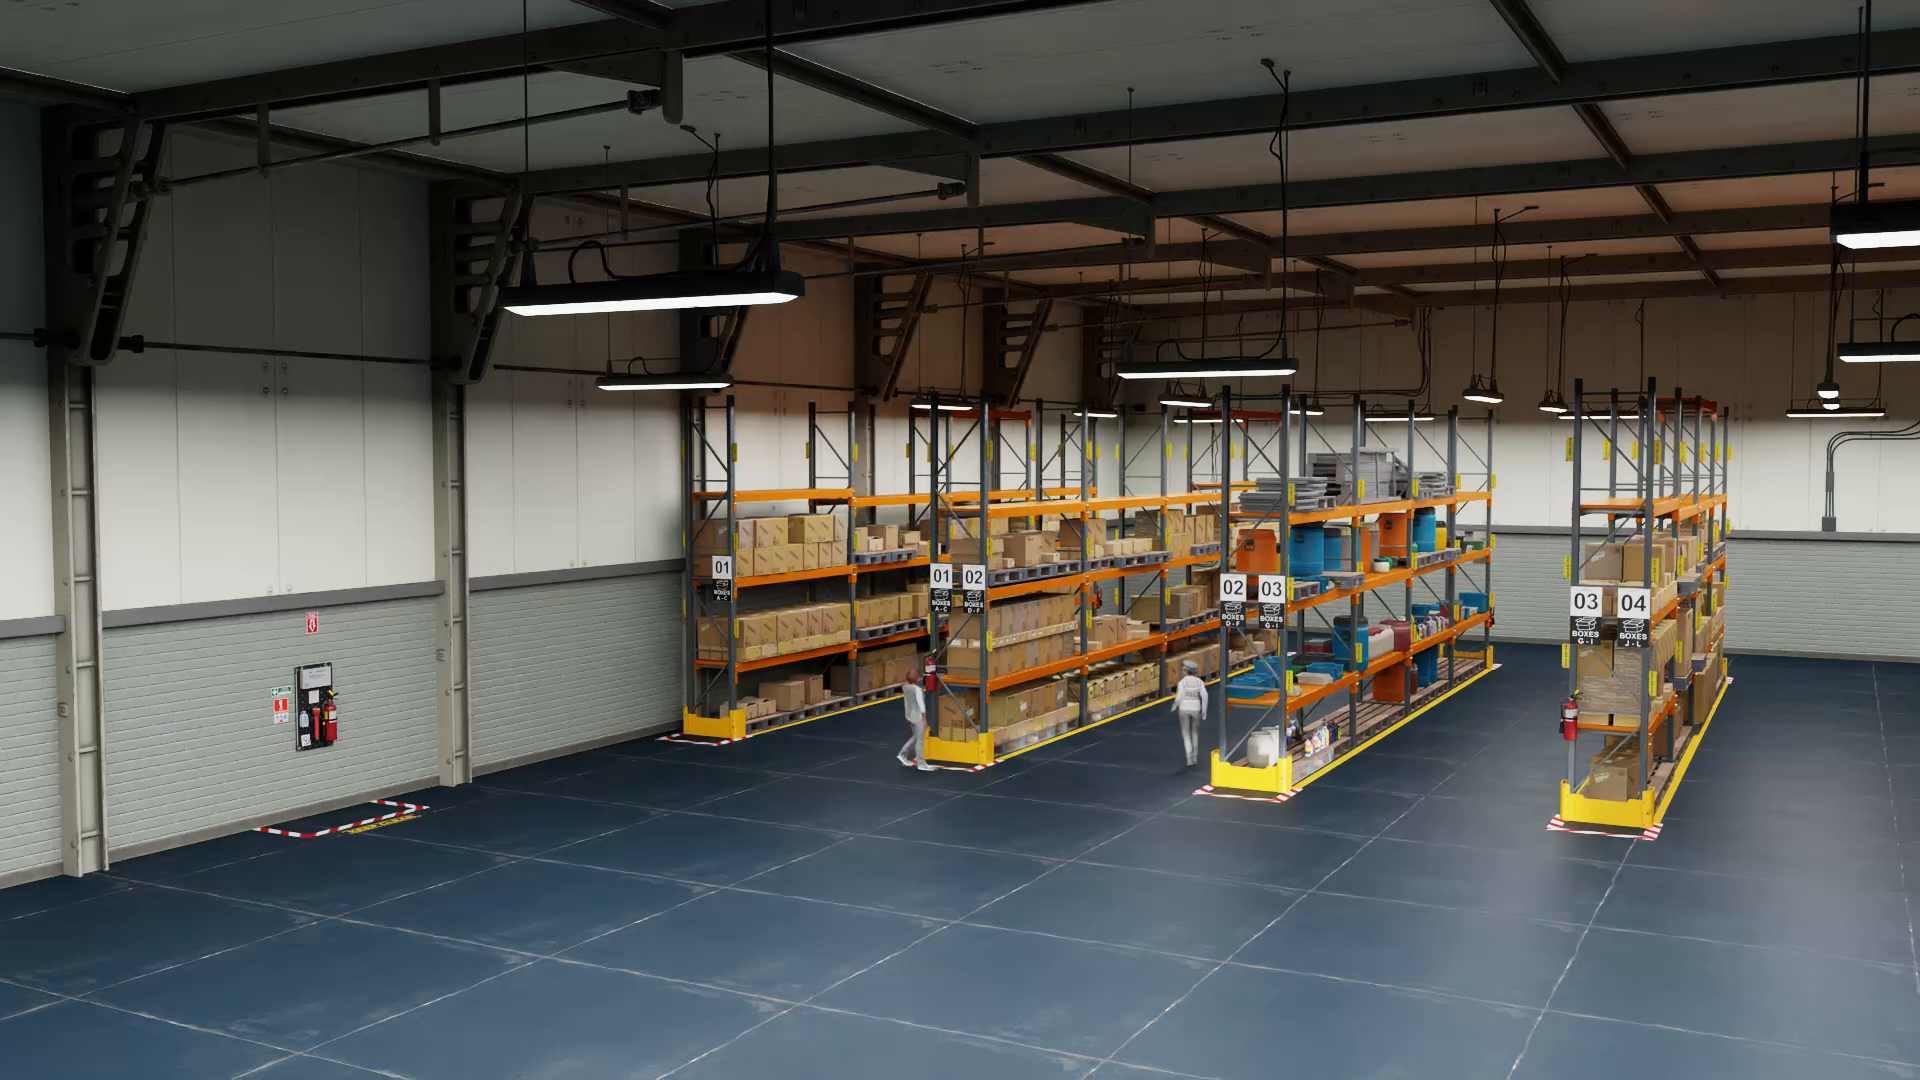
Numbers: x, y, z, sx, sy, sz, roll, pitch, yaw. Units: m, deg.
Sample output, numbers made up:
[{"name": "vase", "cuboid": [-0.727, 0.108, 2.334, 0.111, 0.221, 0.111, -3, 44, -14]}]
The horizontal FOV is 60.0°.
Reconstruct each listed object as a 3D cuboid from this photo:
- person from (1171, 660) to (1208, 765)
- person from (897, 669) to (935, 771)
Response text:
[{"name": "person", "cuboid": [3.708, 2.797, 26.711, 0.567, 1.734, 0.524, 0, 3, -6]}, {"name": "person", "cuboid": [-0.699, 2.833, 26.213, 0.502, 1.603, 0.483, -2, 3, -29]}]
